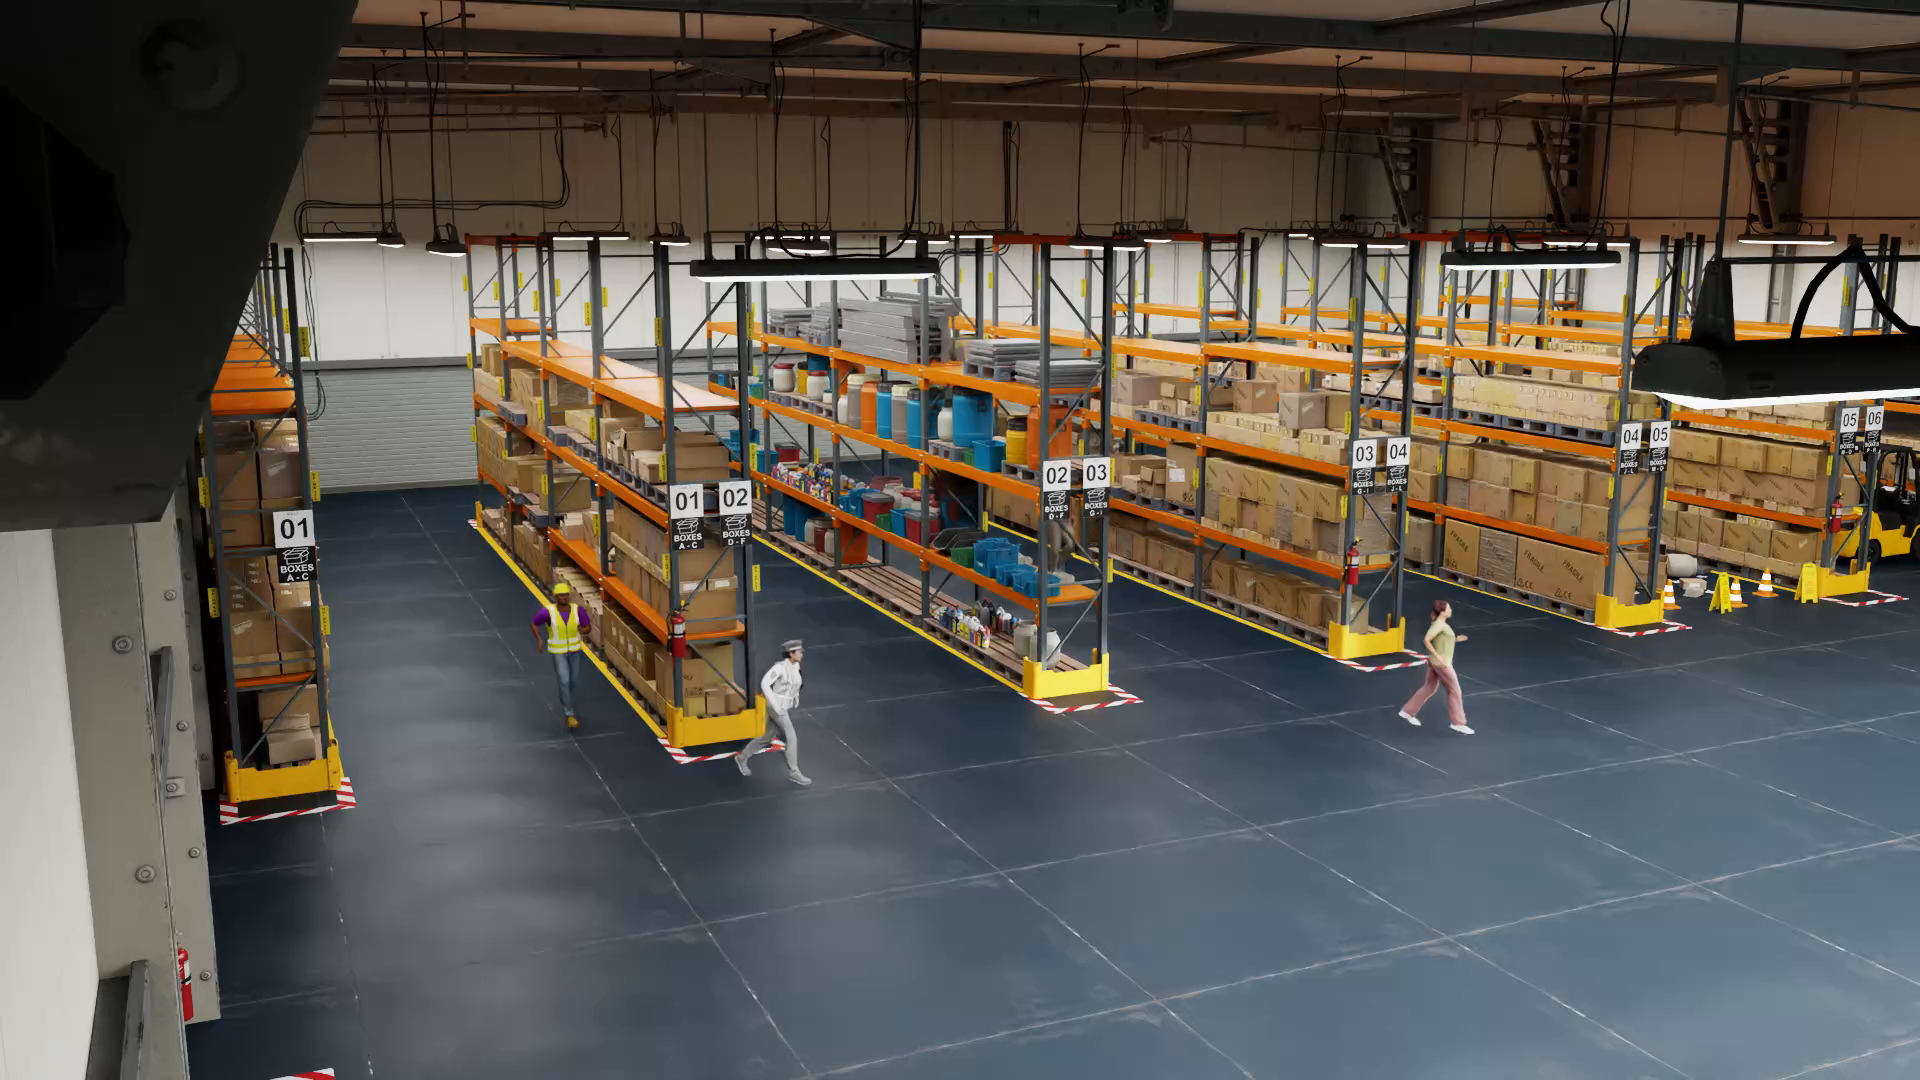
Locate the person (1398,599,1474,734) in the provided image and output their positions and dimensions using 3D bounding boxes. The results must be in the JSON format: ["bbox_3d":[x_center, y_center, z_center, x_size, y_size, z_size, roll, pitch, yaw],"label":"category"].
[{"bbox_3d":[5.935,1.557,20.593,0.919,1.687,0.563,1,11,4],"label":"person"}]

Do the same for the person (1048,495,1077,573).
[{"bbox_3d":[1.752,-0.230,28.391,0.652,1.722,0.602,-6,12,-28],"label":"person"}]

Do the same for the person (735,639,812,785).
[{"bbox_3d":[-2.092,1.924,18.960,0.935,1.632,0.613,3,11,15],"label":"person"}]

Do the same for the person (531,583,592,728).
[{"bbox_3d":[-4.998,1.411,21.069,0.700,1.754,0.963,-7,13,-32],"label":"person"}]

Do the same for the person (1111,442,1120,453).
[{"bbox_3d":[3.234,-1.187,34.701,0.663,1.734,0.600,-7,13,-30],"label":"person"}]
